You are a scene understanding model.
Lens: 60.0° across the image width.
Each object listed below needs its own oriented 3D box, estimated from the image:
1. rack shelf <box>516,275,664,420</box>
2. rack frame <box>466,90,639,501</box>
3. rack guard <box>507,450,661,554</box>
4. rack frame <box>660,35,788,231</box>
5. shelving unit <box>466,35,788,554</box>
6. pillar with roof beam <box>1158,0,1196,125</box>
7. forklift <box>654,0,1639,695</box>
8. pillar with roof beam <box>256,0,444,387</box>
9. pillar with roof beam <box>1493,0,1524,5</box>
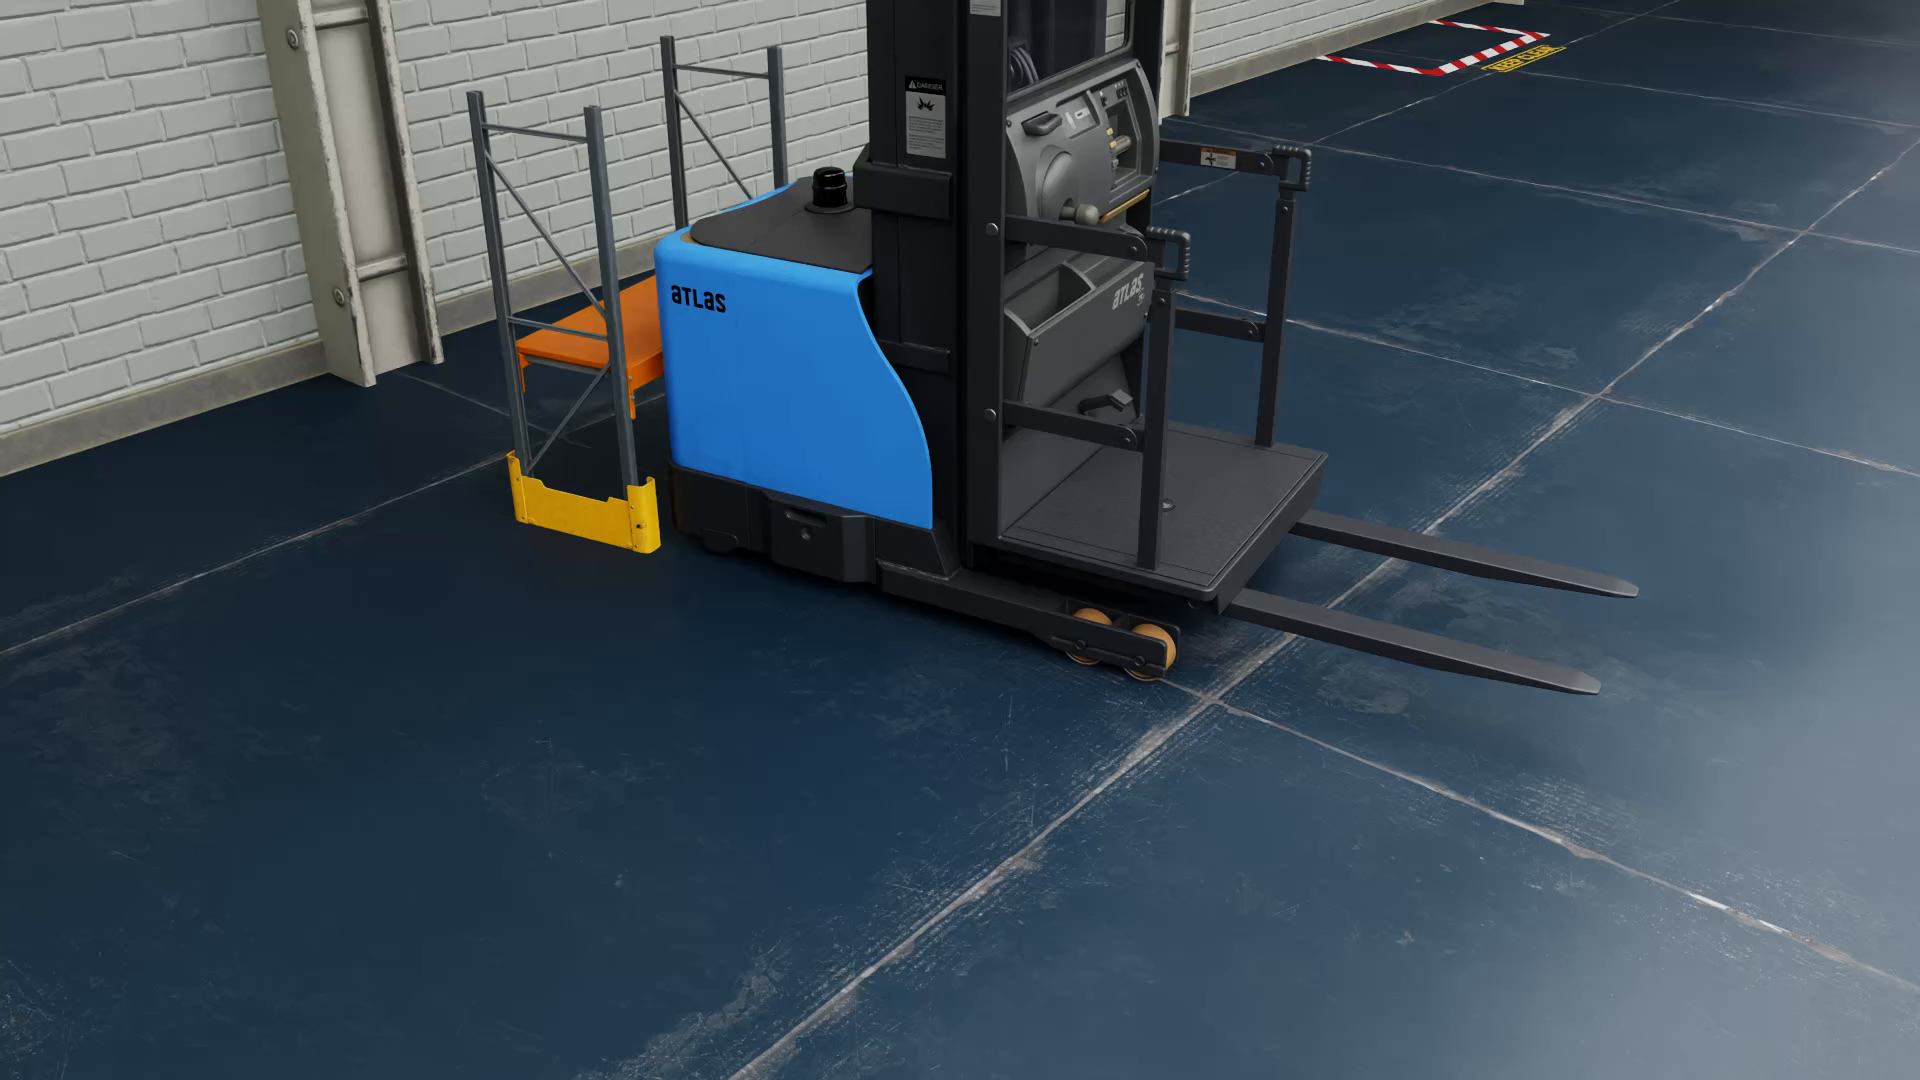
[{"bbox_3d":[-1.081,-0.735,5.929,0.538,0.185,1.000,13,30,24],"label":"rack shelf"},{"bbox_3d":[-1.311,-0.686,5.443,0.500,1.500,0.032,13,30,24],"label":"rack frame"},{"bbox_3d":[-1.301,-0.139,5.746,0.587,0.250,0.087,13,30,24],"label":"rack guard"},{"bbox_3d":[-0.852,-1.103,6.249,0.500,1.500,0.032,13,30,24],"label":"rack frame"},{"bbox_3d":[-1.077,-0.898,5.854,0.587,1.500,1.083,13,30,24],"label":"shelving unit"},{"bbox_3d":[4.646,-5.622,6.824,9.100,9.000,0.400,21,34,34],"label":"pillar with roof beam"},{"bbox_3d":[0.552,-1.162,4.805,3.031,2.935,1.130,14,31,25],"label":"forklift"},{"bbox_3d":[0.830,-3.495,2.711,9.100,9.000,0.400,21,34,34],"label":"pillar with roof beam"},{"bbox_3d":[8.463,-7.749,10.936,9.100,9.000,0.400,21,34,34],"label":"pillar with roof beam"}]
